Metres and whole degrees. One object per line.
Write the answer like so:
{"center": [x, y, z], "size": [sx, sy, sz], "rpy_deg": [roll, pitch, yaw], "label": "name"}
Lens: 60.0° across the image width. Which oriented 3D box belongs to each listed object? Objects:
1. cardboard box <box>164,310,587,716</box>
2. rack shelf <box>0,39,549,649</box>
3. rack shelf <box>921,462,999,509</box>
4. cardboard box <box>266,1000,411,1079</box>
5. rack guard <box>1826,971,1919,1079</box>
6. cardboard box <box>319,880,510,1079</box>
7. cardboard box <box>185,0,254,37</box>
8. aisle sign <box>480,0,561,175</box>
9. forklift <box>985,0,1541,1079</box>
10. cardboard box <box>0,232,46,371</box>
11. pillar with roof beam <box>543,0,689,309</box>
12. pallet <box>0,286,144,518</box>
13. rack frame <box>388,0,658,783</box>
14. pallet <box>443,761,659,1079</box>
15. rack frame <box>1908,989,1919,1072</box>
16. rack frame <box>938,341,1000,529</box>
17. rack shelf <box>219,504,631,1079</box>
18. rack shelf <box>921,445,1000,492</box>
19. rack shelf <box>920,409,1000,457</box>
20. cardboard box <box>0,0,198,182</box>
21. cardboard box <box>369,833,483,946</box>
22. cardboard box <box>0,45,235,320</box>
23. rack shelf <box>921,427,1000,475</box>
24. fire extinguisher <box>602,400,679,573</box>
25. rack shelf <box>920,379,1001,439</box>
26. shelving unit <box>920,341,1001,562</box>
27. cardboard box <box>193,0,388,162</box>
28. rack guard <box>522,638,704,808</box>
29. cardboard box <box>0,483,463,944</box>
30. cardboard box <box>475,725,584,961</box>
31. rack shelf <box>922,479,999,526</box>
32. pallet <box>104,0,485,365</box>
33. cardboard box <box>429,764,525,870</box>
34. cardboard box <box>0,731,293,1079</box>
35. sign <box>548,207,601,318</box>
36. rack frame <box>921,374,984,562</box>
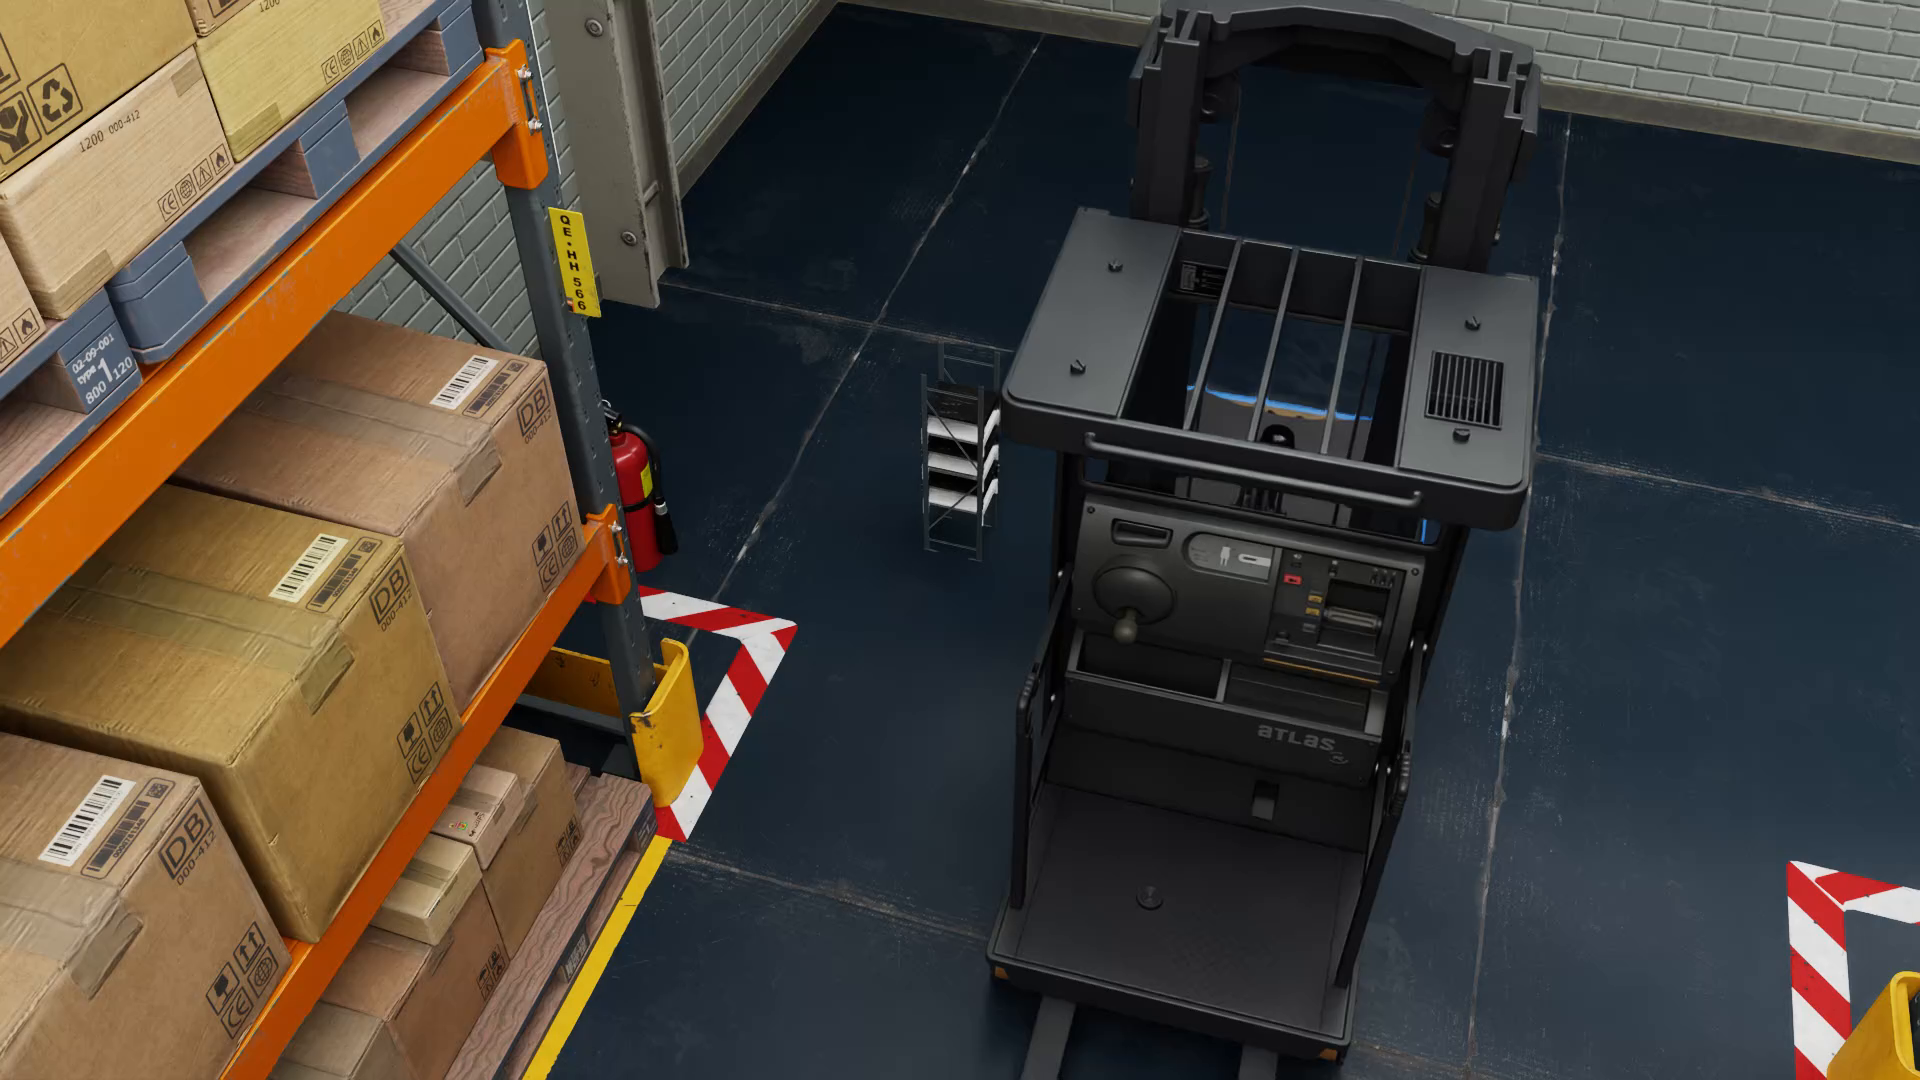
{"center": [-1.666, -0.113, 4.507], "size": [0.980, 0.700, 0.700], "rpy_deg": [14, 46, 14], "label": "cardboard box"}
{"center": [-2.127, 0.170, 2.801], "size": [1.077, 0.370, 4.000], "rpy_deg": [13, 46, 13], "label": "rack shelf"}
{"center": [0.002, -0.239, 6.527], "size": [0.258, 0.077, 0.200], "rpy_deg": [13, 46, 13], "label": "rack shelf"}
{"center": [-1.941, 1.552, 4.506], "size": [0.700, 0.500, 0.500], "rpy_deg": [11, 45, 11], "label": "cardboard box"}
{"center": [3.178, 1.643, 4.714], "size": [1.175, 0.500, 0.348], "rpy_deg": [13, 46, 13], "label": "rack guard"}
{"center": [-1.789, 1.216, 4.849], "size": [0.700, 0.500, 0.500], "rpy_deg": [12, 46, 12], "label": "cardboard box"}
{"center": [-1.483, -1.275, 2.963], "size": [0.500, 0.500, 0.500], "rpy_deg": [12, 46, 12], "label": "cardboard box"}
{"center": [-1.214, -1.262, 4.036], "size": [0.394, 0.787, 0.004], "rpy_deg": [13, 46, 13], "label": "aisle sign"}
{"center": [0.723, 0.235, 4.414], "size": [1.130, 2.935, 3.031], "rpy_deg": [11, 45, 11], "label": "forklift"}
{"center": [-1.800, -0.313, 2.516], "size": [0.500, 0.250, 0.500], "rpy_deg": [11, 45, 11], "label": "cardboard box"}
{"center": [2.575, -3.563, 3.958], "size": [9.100, 9.000, 0.400], "rpy_deg": [13, 46, 13], "label": "pillar with roof beam"}
{"center": [-2.104, -0.076, 2.602], "size": [1.003, 0.211, 1.213], "rpy_deg": [13, 46, 13], "label": "pallet"}
{"center": [-1.521, -0.348, 4.961], "size": [1.000, 3.000, 0.127], "rpy_deg": [13, 46, 13], "label": "rack frame"}
{"center": [-1.689, 1.198, 5.375], "size": [1.003, 0.211, 1.213], "rpy_deg": [13, 46, 13], "label": "pallet"}
{"center": [3.201, 0.699, 3.891], "size": [1.000, 3.000, 0.127], "rpy_deg": [13, 46, 13], "label": "rack frame"}
{"center": [0.033, -0.395, 6.510], "size": [0.240, 0.900, 0.006], "rpy_deg": [13, 46, 13], "label": "rack frame"}
{"center": [-2.127, 1.242, 3.850], "size": [1.077, 0.370, 4.000], "rpy_deg": [13, 46, 13], "label": "rack shelf"}
{"center": [0.002, -0.303, 6.464], "size": [0.258, 0.077, 0.200], "rpy_deg": [13, 46, 13], "label": "rack shelf"}
{"center": [0.002, -0.432, 6.338], "size": [0.258, 0.077, 0.200], "rpy_deg": [13, 46, 13], "label": "rack shelf"}
{"center": [-1.645, -0.944, 2.624], "size": [0.500, 0.500, 0.500], "rpy_deg": [14, 46, 14], "label": "cardboard box"}
{"center": [-1.580, 0.946, 4.662], "size": [0.380, 0.149, 0.250], "rpy_deg": [14, 46, 14], "label": "cardboard box"}
{"center": [-1.647, -0.661, 2.872], "size": [0.500, 0.250, 0.500], "rpy_deg": [11, 45, 11], "label": "cardboard box"}
{"center": [0.002, -0.368, 6.401], "size": [0.258, 0.077, 0.200], "rpy_deg": [13, 46, 13], "label": "rack shelf"}
{"center": [-1.036, -0.190, 5.121], "size": [0.296, 0.674, 0.183], "rpy_deg": [13, 46, 13], "label": "fire extinguisher"}
{"center": [0.002, -0.496, 6.275], "size": [0.258, 0.077, 0.200], "rpy_deg": [13, 46, 13], "label": "rack shelf"}
{"center": [0.002, -0.327, 6.441], "size": [0.258, 0.900, 0.210], "rpy_deg": [13, 46, 13], "label": "shelving unit"}
{"center": [-1.490, -1.008, 3.226], "size": [0.500, 0.250, 0.500], "rpy_deg": [14, 46, 14], "label": "cardboard box"}
{"center": [-1.514, 0.529, 5.852], "size": [1.175, 0.500, 0.348], "rpy_deg": [13, 46, 13], "label": "rack guard"}
{"center": [-1.876, 0.374, 4.009], "size": [0.980, 0.700, 0.700], "rpy_deg": [12, 46, 12], "label": "cardboard box"}
{"center": [-1.638, 0.883, 5.190], "size": [0.700, 0.500, 0.500], "rpy_deg": [13, 46, 13], "label": "cardboard box"}
{"center": [0.002, -0.175, 6.590], "size": [0.258, 0.077, 0.200], "rpy_deg": [13, 46, 13], "label": "rack shelf"}
{"center": [-1.736, -0.892, 3.435], "size": [1.003, 0.211, 1.213], "rpy_deg": [13, 46, 13], "label": "pallet"}
{"center": [-1.503, 0.775, 4.836], "size": [0.380, 0.149, 0.250], "rpy_deg": [12, 46, 12], "label": "cardboard box"}
{"center": [-2.116, 0.880, 3.491], "size": [0.980, 0.700, 0.700], "rpy_deg": [10, 45, 11], "label": "cardboard box"}
{"center": [-1.008, -0.723, 4.346], "size": [0.100, 0.325, 0.005], "rpy_deg": [13, 46, 13], "label": "sign"}
{"center": [-0.028, -0.259, 6.372], "size": [0.240, 0.900, 0.006], "rpy_deg": [13, 46, 13], "label": "rack frame"}
